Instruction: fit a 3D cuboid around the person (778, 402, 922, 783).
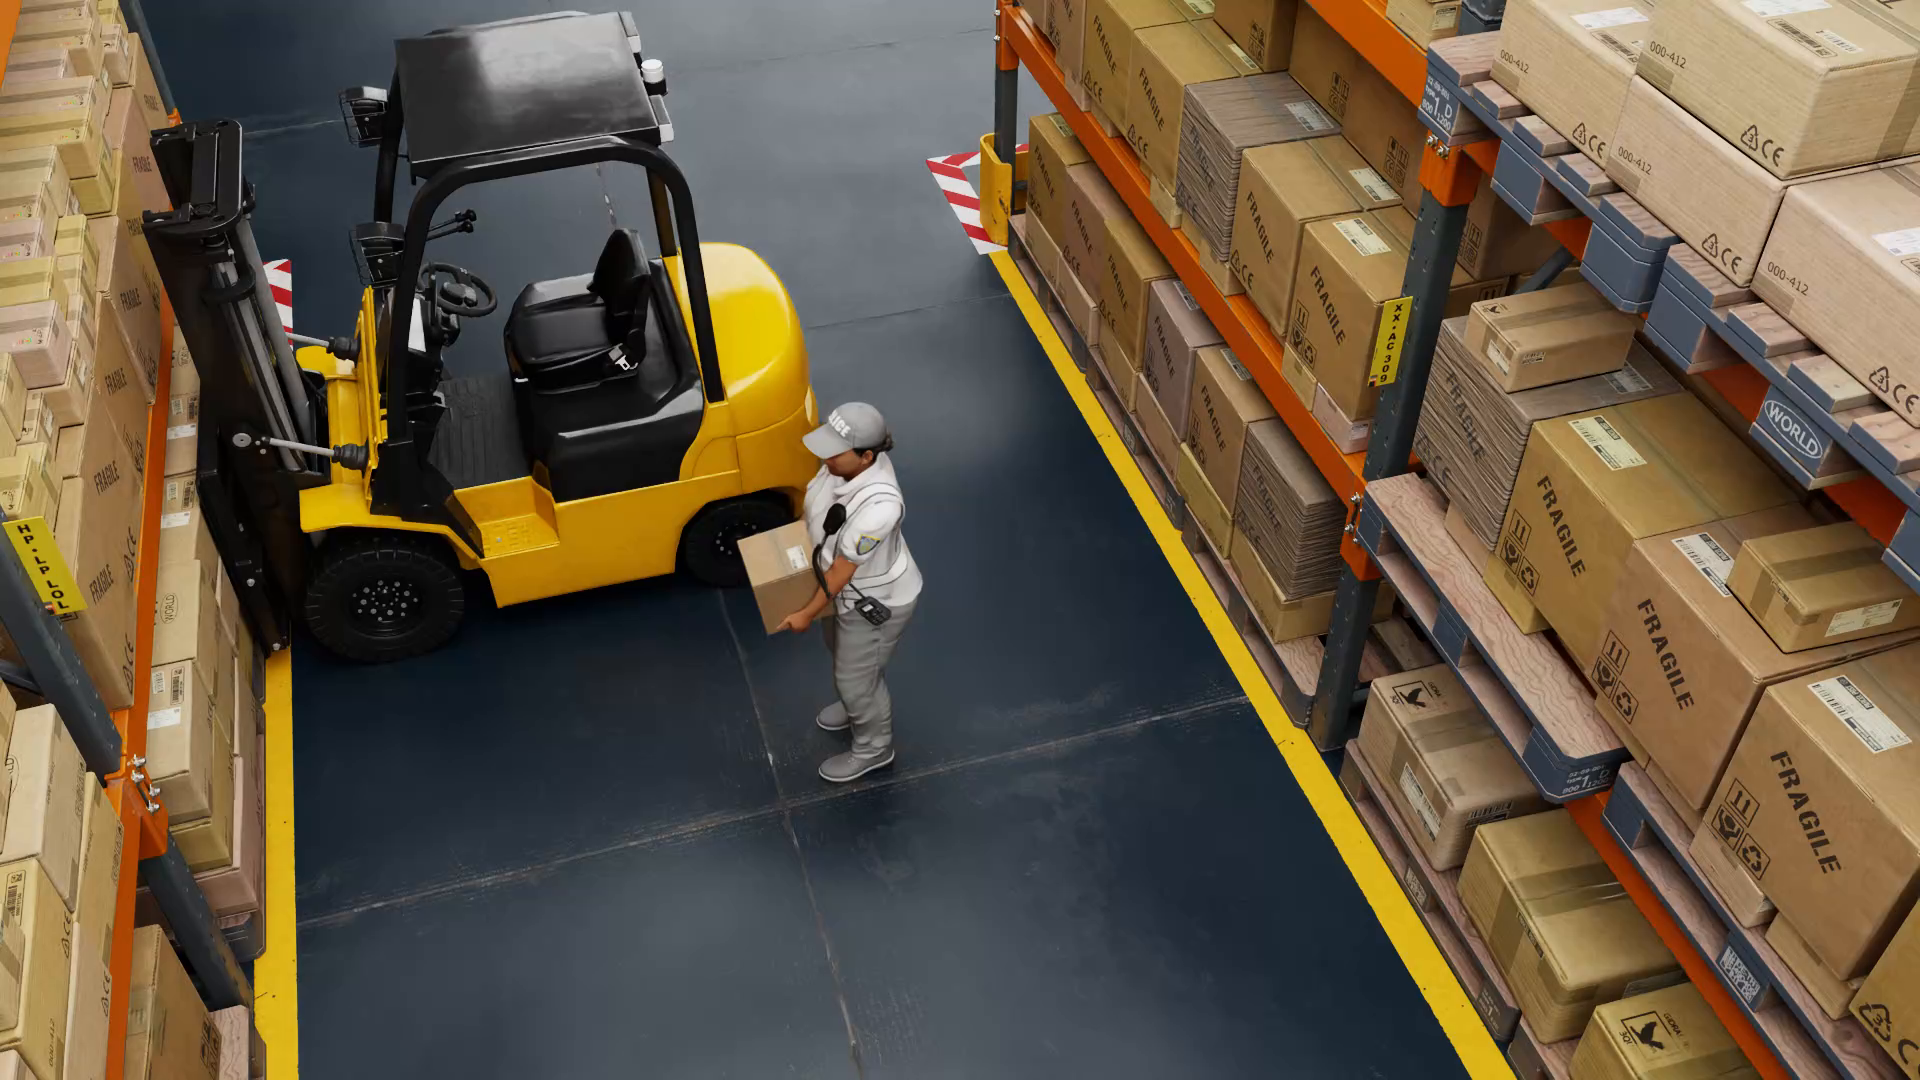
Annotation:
[{"bbox_3d":[-0.413,0.193,5.956,0.534,1.653,0.452,-12,44,-12],"label":"person"}]
